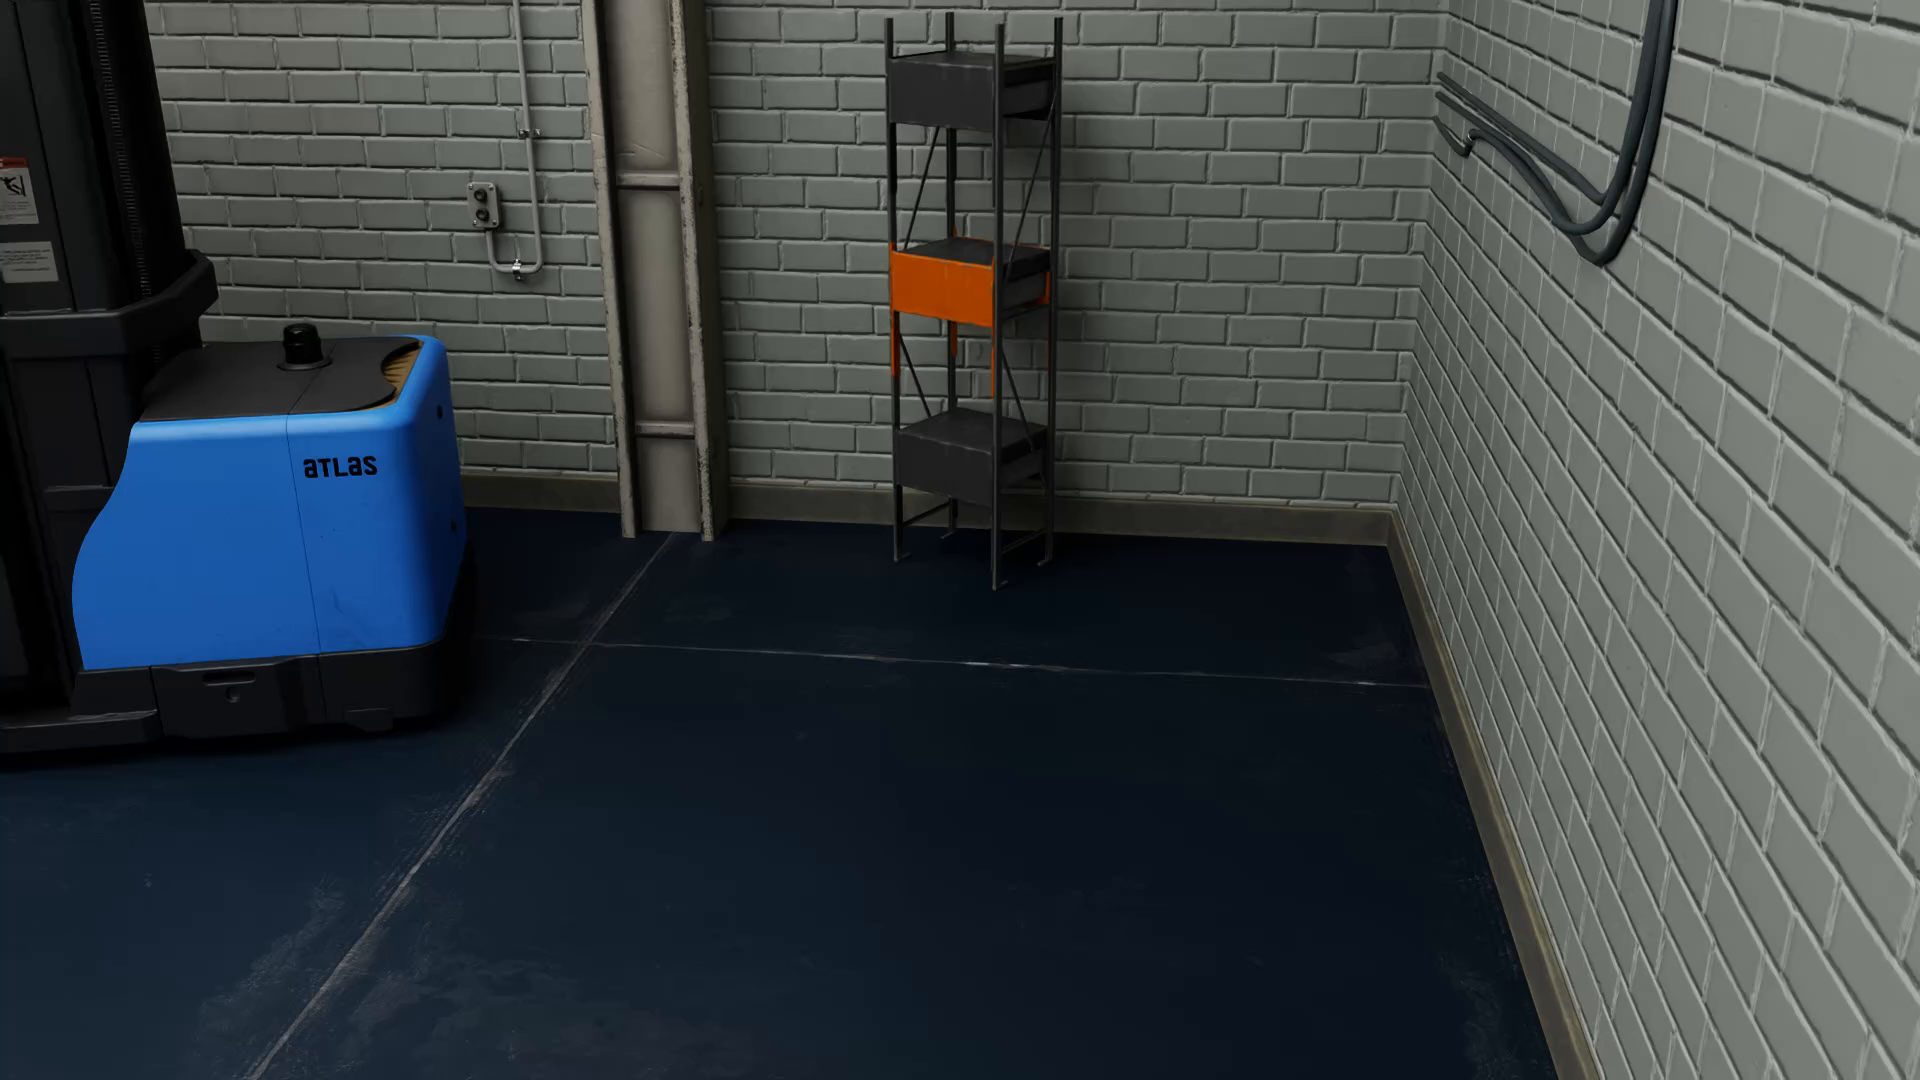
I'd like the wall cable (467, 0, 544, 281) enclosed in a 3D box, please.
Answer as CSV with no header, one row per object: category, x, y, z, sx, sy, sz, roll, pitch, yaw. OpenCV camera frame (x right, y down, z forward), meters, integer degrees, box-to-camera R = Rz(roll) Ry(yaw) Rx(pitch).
wall cable,-2.602,-2.018,6.584,1.851,1.984,0.084,2,22,6

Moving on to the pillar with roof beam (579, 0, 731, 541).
pillar with roof beam,-1.708,-2.673,1.462,0.400,9.000,9.100,2,22,6

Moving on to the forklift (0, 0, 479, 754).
forklift,-3.213,-0.831,5.055,3.031,2.935,1.130,-4,22,-9

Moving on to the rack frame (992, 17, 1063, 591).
rack frame,0.248,-0.841,6.205,0.015,2.100,0.400,15,26,34

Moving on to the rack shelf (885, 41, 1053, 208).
rack shelf,0.049,-1.532,6.090,0.480,0.518,0.431,15,26,34

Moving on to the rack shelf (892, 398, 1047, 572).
rack shelf,0.054,-0.229,6.602,0.480,0.518,0.431,15,26,34

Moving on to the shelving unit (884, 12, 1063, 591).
shelving unit,0.052,-0.894,6.341,0.503,2.100,0.431,15,26,34

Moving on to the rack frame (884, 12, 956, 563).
rack frame,-0.144,-0.946,6.477,0.015,2.100,0.400,15,26,34

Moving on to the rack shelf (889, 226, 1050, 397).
rack shelf,0.052,-0.881,6.346,0.480,0.518,0.431,15,26,34

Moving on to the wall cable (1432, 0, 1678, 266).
wall cable,1.590,-2.227,4.556,0.112,2.526,3.097,2,22,6
